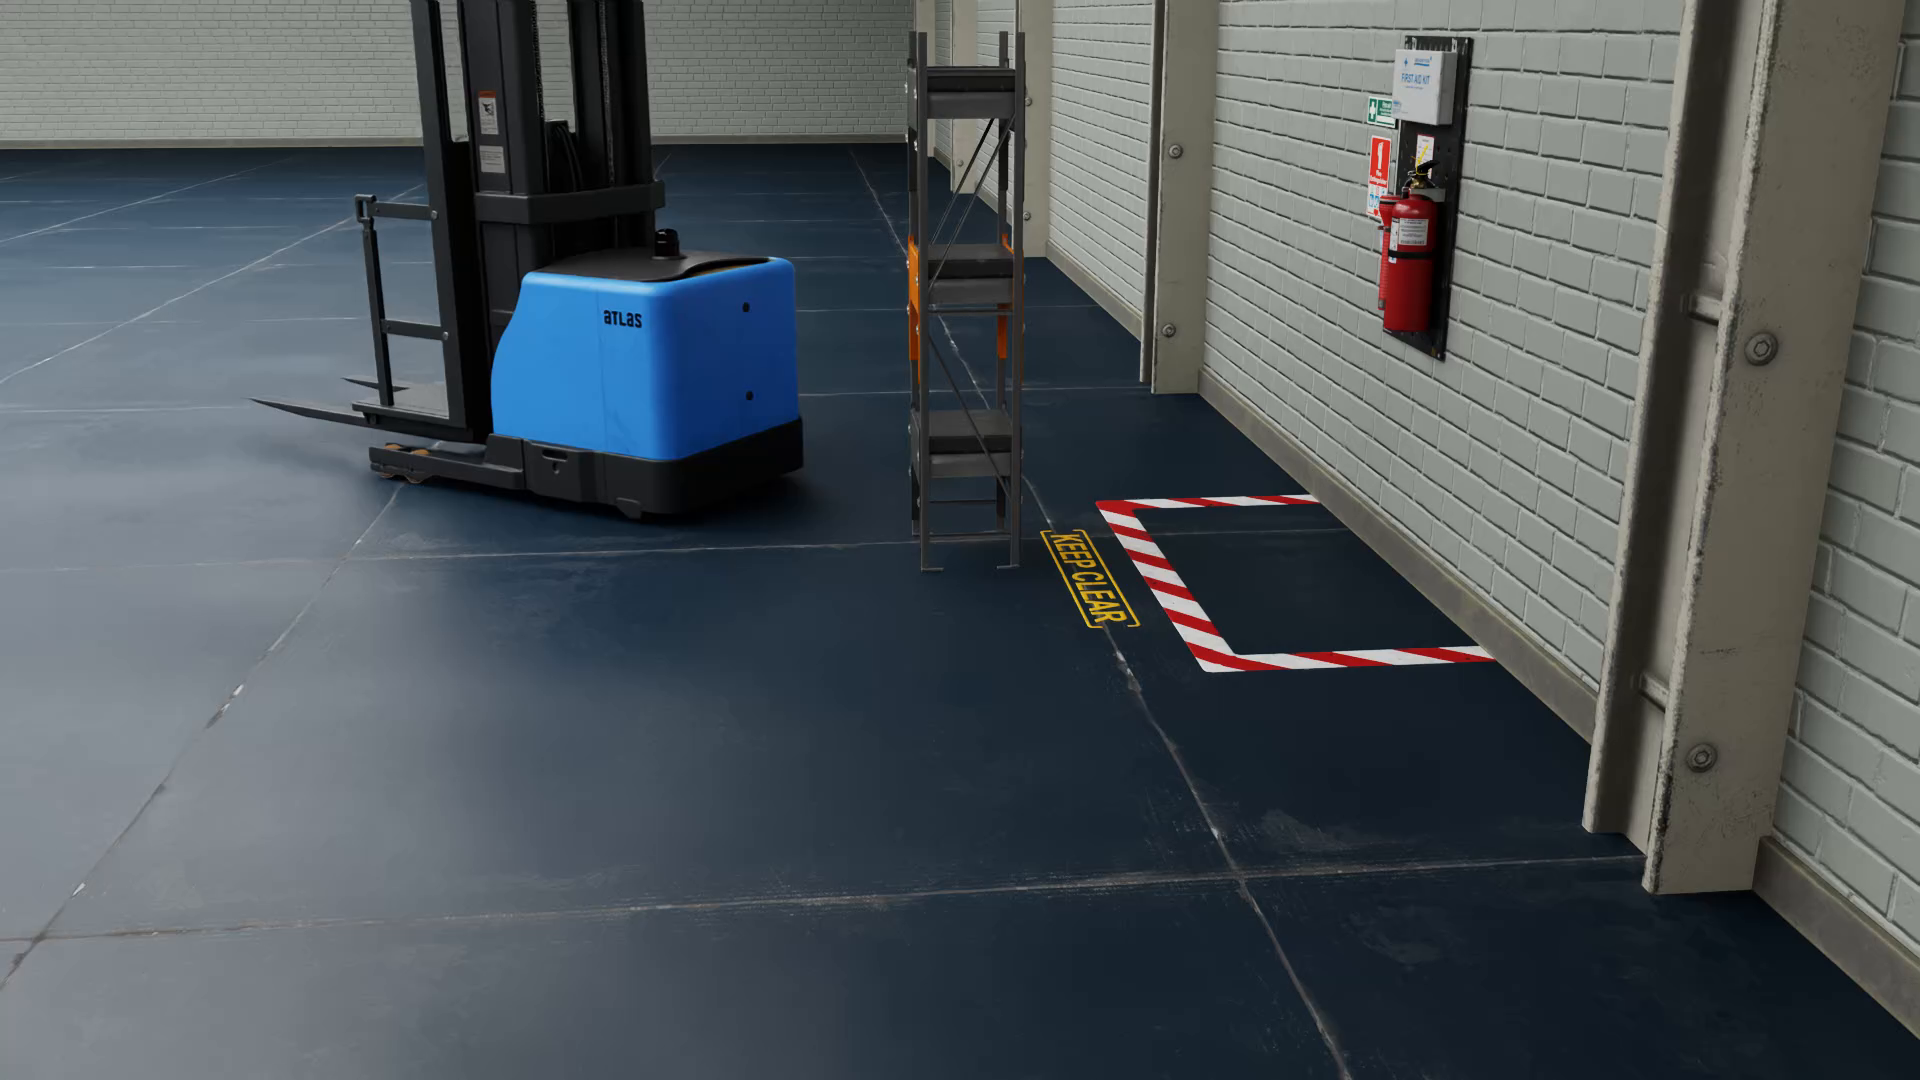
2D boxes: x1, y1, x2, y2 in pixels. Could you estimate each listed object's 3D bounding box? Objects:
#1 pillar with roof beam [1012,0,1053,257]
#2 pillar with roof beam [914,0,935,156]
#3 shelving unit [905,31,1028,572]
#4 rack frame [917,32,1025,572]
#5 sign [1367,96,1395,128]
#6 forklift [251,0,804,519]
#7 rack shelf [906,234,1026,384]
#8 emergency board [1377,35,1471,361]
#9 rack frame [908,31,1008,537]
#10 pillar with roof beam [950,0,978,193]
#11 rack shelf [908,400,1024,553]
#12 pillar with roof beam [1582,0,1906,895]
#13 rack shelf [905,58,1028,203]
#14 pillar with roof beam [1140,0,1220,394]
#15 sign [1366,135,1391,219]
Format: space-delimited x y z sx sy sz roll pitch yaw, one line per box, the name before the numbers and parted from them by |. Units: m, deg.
pillar with roof beam | -3.610 -6.888 14.094 9.100 9.000 0.400 -2 18 -6
pillar with roof beam | -4.847 -10.463 25.482 9.100 9.000 0.400 -2 18 -6
shelving unit | 0.017 -0.952 6.705 0.431 2.100 0.503 -2 18 -6
rack frame | 0.042 -0.880 6.474 0.400 2.100 0.015 -2 18 -6
sign | 1.730 -1.757 6.822 0.001 0.109 0.331 -2 18 -6
forklift | -2.293 -1.794 8.000 3.031 2.935 1.130 10 20 29
rack shelf | 0.017 -0.939 6.710 0.431 0.518 0.480 -2 18 -6
emergency board | 1.693 -1.321 6.377 0.194 1.169 0.643 -2 18 -6
rack frame | -0.008 -1.025 6.937 0.400 2.100 0.015 -2 18 -6
pillar with roof beam | -4.229 -8.676 19.788 9.100 9.000 0.400 -2 18 -6
rack shelf | 0.017 -0.272 6.919 0.431 0.518 0.480 -2 18 -6
pillar with roof beam | -2.372 -3.313 2.706 9.100 9.000 0.400 -2 18 -6
rack shelf | 0.017 -1.607 6.500 0.431 0.518 0.480 -2 18 -6
pillar with roof beam | -2.991 -5.101 8.400 9.100 9.000 0.400 -2 18 -6
sign | 1.739 -1.506 6.907 0.001 0.329 0.234 -2 18 -6
